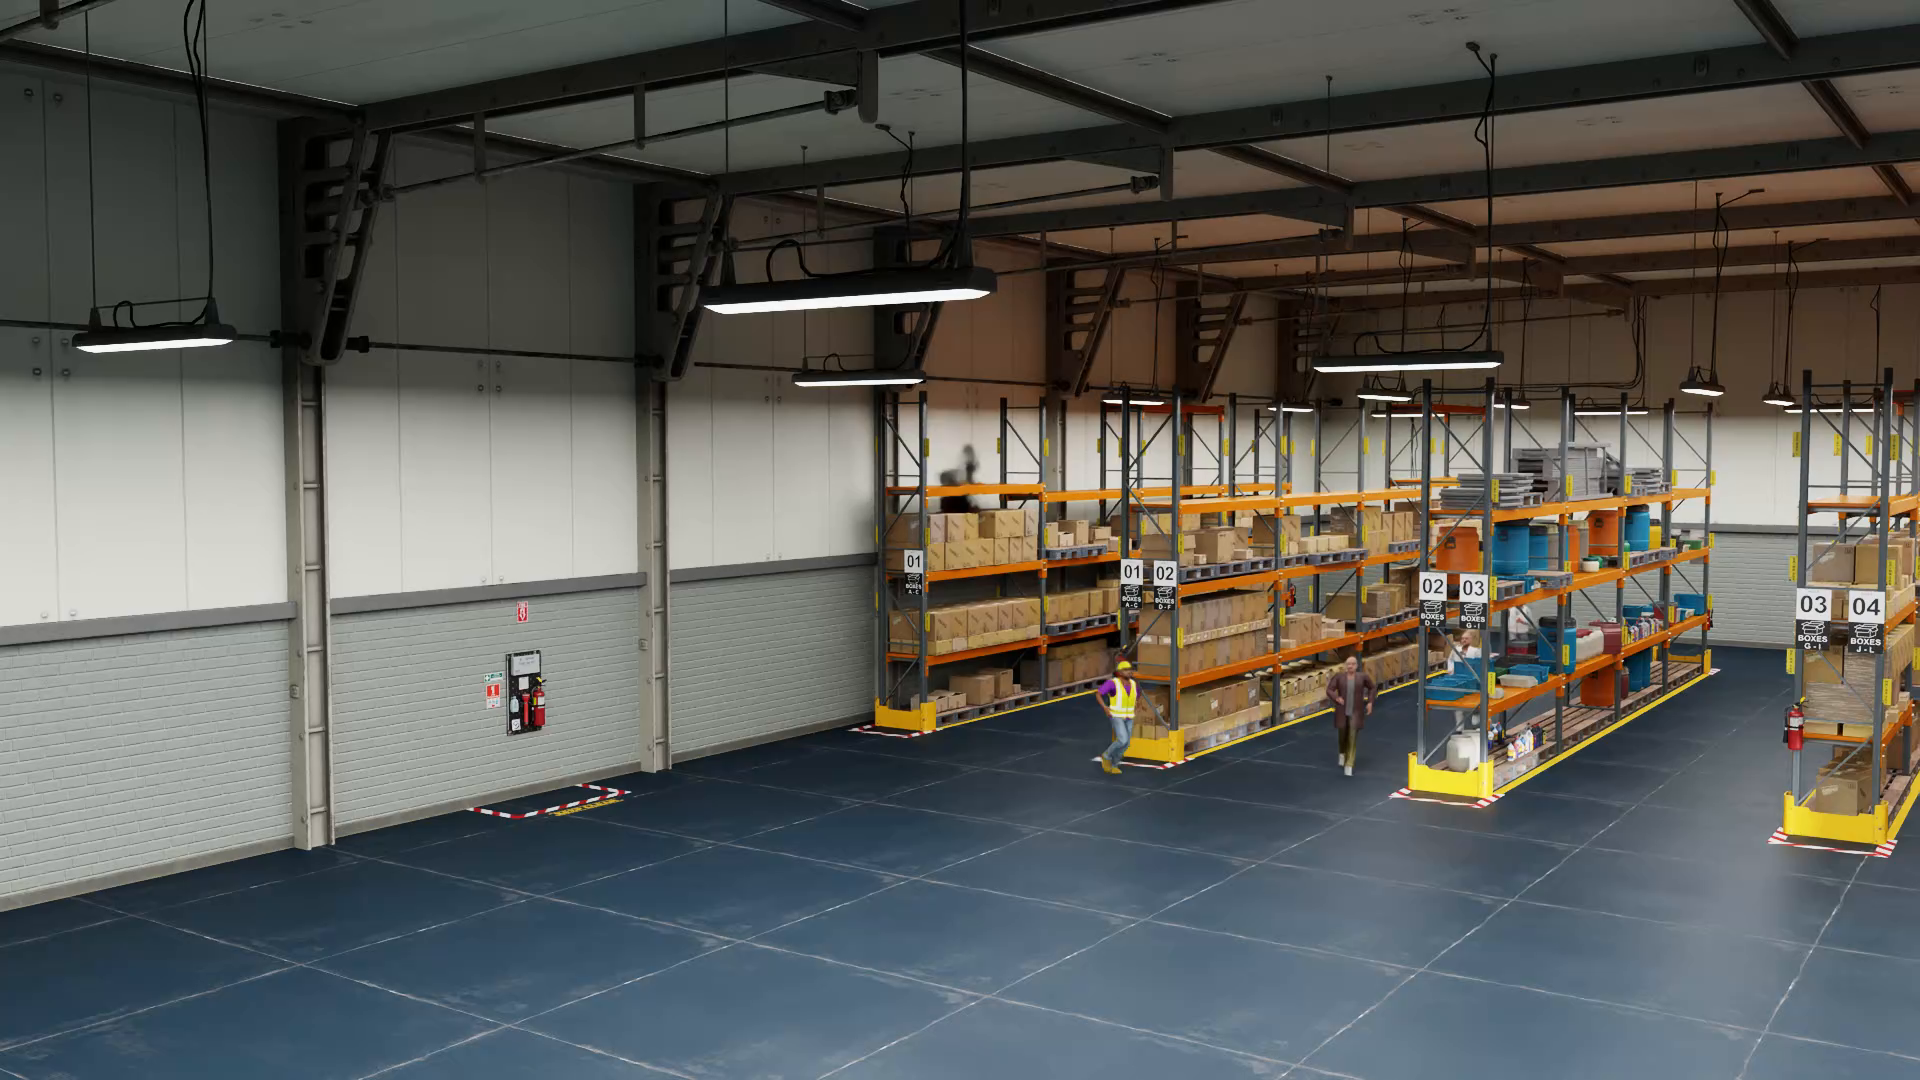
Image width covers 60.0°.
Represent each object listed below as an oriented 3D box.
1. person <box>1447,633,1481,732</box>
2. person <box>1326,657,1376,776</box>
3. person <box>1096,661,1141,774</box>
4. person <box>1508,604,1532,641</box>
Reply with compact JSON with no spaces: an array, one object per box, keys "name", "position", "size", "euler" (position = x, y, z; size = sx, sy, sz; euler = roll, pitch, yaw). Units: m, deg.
[{"name":"person","position":[8.915,2.503,29.368],"size":[0.715,1.735,0.826],"euler":[2,4,34]},{"name":"person","position":[6.028,2.682,25.684],"size":[0.741,1.784,0.957],"euler":[1,3,17]},{"name":"person","position":[2.474,2.696,25.220],"size":[0.719,1.721,0.542],"euler":[-2,4,-29]},{"name":"person","position":[12.425,2.066,37.062],"size":[0.635,1.793,0.719],"euler":[2,4,26]}]
